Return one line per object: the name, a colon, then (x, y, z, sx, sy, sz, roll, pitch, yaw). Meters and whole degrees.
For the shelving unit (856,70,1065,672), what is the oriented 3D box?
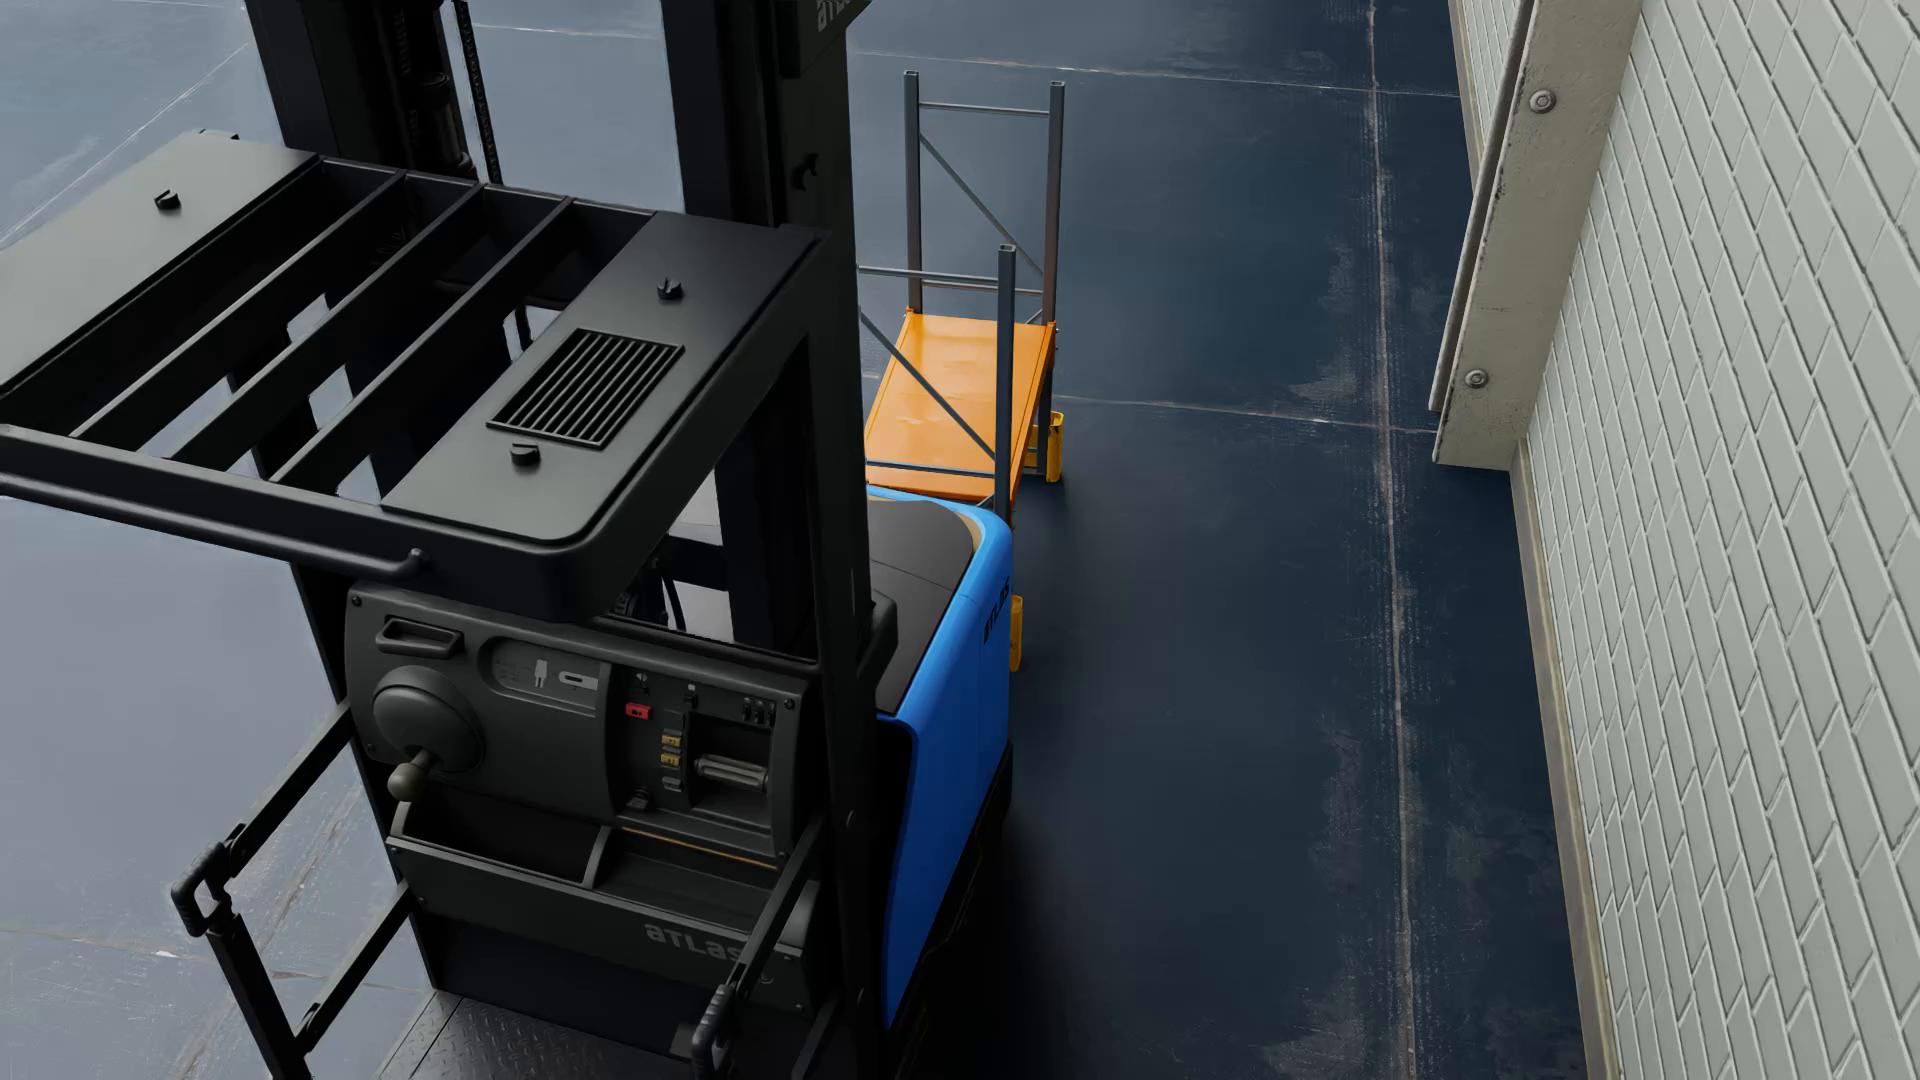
shelving unit: (-0.013, -0.530, 5.214, 0.587, 1.500, 1.083, 6, 40, 8)

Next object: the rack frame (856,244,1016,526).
rack frame: (-0.103, -0.205, 4.821, 0.500, 1.500, 0.032, 6, 40, 8)

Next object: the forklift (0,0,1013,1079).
forklift: (-0.792, 0.427, 2.933, 1.130, 2.935, 3.031, 12, 41, 14)

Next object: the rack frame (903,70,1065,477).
rack frame: (0.073, -0.844, 5.593, 0.500, 1.500, 0.032, 6, 40, 8)

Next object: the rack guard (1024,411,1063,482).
rack guard: (0.073, -0.361, 5.991, 0.587, 0.250, 0.087, 6, 40, 8)

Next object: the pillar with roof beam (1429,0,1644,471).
pillar with roof beam: (-2.321, -4.332, 3.928, 9.100, 9.000, 0.400, 6, 40, 8)

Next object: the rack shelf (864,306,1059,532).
rack shelf: (-0.015, -0.386, 5.322, 0.538, 0.185, 1.000, 6, 40, 8)

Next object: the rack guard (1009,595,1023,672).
rack guard: (-0.099, 0.264, 5.234, 0.587, 0.250, 0.087, 6, 40, 8)
